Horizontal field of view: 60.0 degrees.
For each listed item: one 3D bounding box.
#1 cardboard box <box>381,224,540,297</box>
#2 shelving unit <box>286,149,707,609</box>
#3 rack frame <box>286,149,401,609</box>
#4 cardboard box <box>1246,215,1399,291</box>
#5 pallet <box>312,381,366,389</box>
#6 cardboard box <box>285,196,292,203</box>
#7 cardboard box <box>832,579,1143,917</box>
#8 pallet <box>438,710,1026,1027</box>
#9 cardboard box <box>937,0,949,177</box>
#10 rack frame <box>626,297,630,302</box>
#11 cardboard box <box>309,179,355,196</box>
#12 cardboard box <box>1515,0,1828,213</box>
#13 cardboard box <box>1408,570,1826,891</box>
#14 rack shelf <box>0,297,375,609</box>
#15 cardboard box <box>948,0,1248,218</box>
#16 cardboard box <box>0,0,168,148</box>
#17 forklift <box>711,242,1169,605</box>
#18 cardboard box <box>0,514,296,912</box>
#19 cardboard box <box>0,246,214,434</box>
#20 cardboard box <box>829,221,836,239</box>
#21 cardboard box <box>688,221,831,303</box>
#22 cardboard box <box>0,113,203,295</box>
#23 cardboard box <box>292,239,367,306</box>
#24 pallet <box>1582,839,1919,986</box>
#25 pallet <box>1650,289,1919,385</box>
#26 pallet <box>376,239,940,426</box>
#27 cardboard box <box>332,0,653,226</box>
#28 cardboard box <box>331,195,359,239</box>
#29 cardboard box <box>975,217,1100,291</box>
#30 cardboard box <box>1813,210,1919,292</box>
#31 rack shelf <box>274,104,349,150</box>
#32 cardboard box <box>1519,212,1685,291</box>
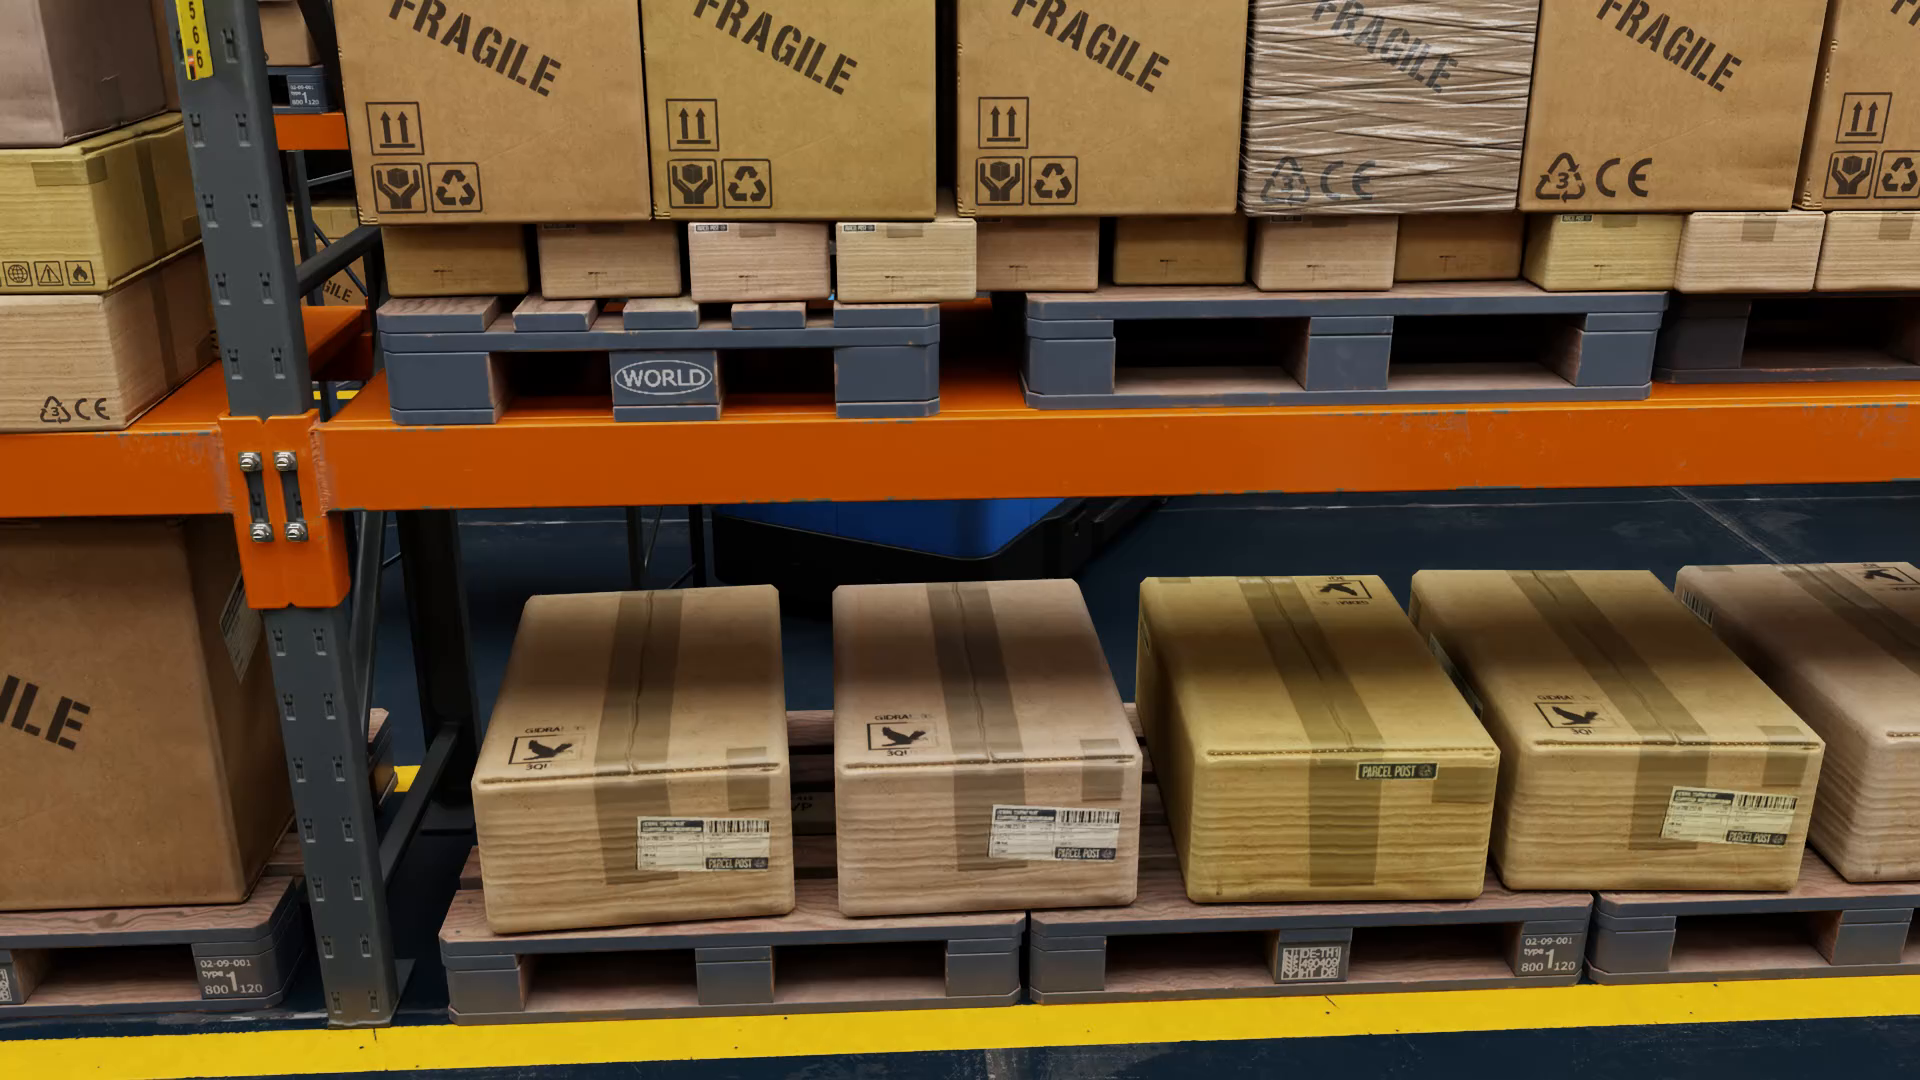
[{"bbox_3d":[-0.941,-0.583,3.199,0.250,0.149,0.380,-2,21,-6],"label":"cardboard box"},{"bbox_3d":[-1.433,-0.491,5.304,1.048,1.500,0.538,5,21,14],"label":"shelving unit"},{"bbox_3d":[-1.924,-0.537,5.424,0.032,1.500,0.500,5,21,14],"label":"rack frame"},{"bbox_3d":[0.675,-0.599,3.240,0.250,0.149,0.380,-1,21,-1],"label":"cardboard box"},{"bbox_3d":[-3.526,-0.998,8.446,1.213,0.211,1.003,-1,21,-3],"label":"pallet"},{"bbox_3d":[-3.367,-1.541,7.964,0.250,0.149,0.380,-2,21,-6],"label":"cardboard box"},{"bbox_3d":[0.025,0.442,3.846,0.625,0.372,0.950,-2,21,-4],"label":"cardboard box"},{"bbox_3d":[-0.496,0.724,3.922,1.213,0.211,1.003,-1,21,-3],"label":"pallet"},{"bbox_3d":[0.181,-1.079,3.590,0.500,0.500,0.500,-3,21,-7],"label":"cardboard box"},{"bbox_3d":[-1.563,-2.327,8.017,0.127,3.000,1.000,-1,21,-3],"label":"rack frame"},{"bbox_3d":[-3.147,-1.734,8.470,0.250,0.149,0.380,-2,21,-4],"label":"cardboard box"},{"bbox_3d":[1.259,-0.917,3.165,0.500,0.500,0.500,0,21,-1],"label":"cardboard box"},{"bbox_3d":[1.476,0.414,3.920,0.625,0.372,0.950,0,21,0],"label":"cardboard box"},{"bbox_3d":[-3.273,-0.187,3.407,4.000,0.370,1.077,-1,21,-3],"label":"rack shelf"},{"bbox_3d":[0.236,-0.899,3.117,0.500,0.500,0.500,-1,21,-2],"label":"cardboard box"},{"bbox_3d":[-1.777,-0.974,2.918,0.500,0.500,0.500,-2,21,-5],"label":"cardboard box"},{"bbox_3d":[0.281,-1.571,6.127,1.130,2.935,3.031,10,23,25],"label":"forklift"},{"bbox_3d":[-1.970,0.218,3.729,0.875,0.875,0.875,-1,21,-4],"label":"cardboard box"},{"bbox_3d":[-1.766,-0.391,3.143,0.500,0.250,0.500,-2,21,-5],"label":"cardboard box"},{"bbox_3d":[-0.198,-0.787,3.736,0.250,0.149,0.380,-2,21,-6],"label":"cardboard box"},{"bbox_3d":[-0.381,-0.566,3.155,0.250,0.149,0.380,-3,21,-7],"label":"cardboard box"},{"bbox_3d":[-1.745,-0.627,3.060,0.500,0.250,0.500,-1,21,-3],"label":"cardboard box"},{"bbox_3d":[-2.996,-1.252,8.116,0.500,0.500,0.500,0,21,-1],"label":"cardboard box"},{"bbox_3d":[1.940,0.675,4.052,1.213,0.211,1.003,-1,21,-3],"label":"pallet"},{"bbox_3d":[1.946,-0.591,3.728,1.213,0.211,1.003,-1,21,-3],"label":"pallet"},{"bbox_3d":[-0.571,-0.526,3.557,1.003,0.211,1.213,-1,21,-3],"label":"pallet"},{"bbox_3d":[-0.813,-0.872,3.048,0.500,0.500,0.500,-2,21,-5],"label":"cardboard box"},{"bbox_3d":[-2.844,-1.562,8.020,0.250,0.149,0.380,-1,21,-1],"label":"cardboard box"},{"bbox_3d":[0.131,-0.597,3.236,0.250,0.149,0.380,0,21,0],"label":"cardboard box"},{"bbox_3d":[1.700,-0.598,3.239,0.250,0.149,0.380,-2,21,-4],"label":"cardboard box"},{"bbox_3d":[-3.560,-1.950,8.038,4.000,0.370,1.077,-1,21,-3],"label":"rack shelf"},{"bbox_3d":[1.200,-0.600,3.243,0.250,0.149,0.380,-1,21,-3],"label":"cardboard box"}]
